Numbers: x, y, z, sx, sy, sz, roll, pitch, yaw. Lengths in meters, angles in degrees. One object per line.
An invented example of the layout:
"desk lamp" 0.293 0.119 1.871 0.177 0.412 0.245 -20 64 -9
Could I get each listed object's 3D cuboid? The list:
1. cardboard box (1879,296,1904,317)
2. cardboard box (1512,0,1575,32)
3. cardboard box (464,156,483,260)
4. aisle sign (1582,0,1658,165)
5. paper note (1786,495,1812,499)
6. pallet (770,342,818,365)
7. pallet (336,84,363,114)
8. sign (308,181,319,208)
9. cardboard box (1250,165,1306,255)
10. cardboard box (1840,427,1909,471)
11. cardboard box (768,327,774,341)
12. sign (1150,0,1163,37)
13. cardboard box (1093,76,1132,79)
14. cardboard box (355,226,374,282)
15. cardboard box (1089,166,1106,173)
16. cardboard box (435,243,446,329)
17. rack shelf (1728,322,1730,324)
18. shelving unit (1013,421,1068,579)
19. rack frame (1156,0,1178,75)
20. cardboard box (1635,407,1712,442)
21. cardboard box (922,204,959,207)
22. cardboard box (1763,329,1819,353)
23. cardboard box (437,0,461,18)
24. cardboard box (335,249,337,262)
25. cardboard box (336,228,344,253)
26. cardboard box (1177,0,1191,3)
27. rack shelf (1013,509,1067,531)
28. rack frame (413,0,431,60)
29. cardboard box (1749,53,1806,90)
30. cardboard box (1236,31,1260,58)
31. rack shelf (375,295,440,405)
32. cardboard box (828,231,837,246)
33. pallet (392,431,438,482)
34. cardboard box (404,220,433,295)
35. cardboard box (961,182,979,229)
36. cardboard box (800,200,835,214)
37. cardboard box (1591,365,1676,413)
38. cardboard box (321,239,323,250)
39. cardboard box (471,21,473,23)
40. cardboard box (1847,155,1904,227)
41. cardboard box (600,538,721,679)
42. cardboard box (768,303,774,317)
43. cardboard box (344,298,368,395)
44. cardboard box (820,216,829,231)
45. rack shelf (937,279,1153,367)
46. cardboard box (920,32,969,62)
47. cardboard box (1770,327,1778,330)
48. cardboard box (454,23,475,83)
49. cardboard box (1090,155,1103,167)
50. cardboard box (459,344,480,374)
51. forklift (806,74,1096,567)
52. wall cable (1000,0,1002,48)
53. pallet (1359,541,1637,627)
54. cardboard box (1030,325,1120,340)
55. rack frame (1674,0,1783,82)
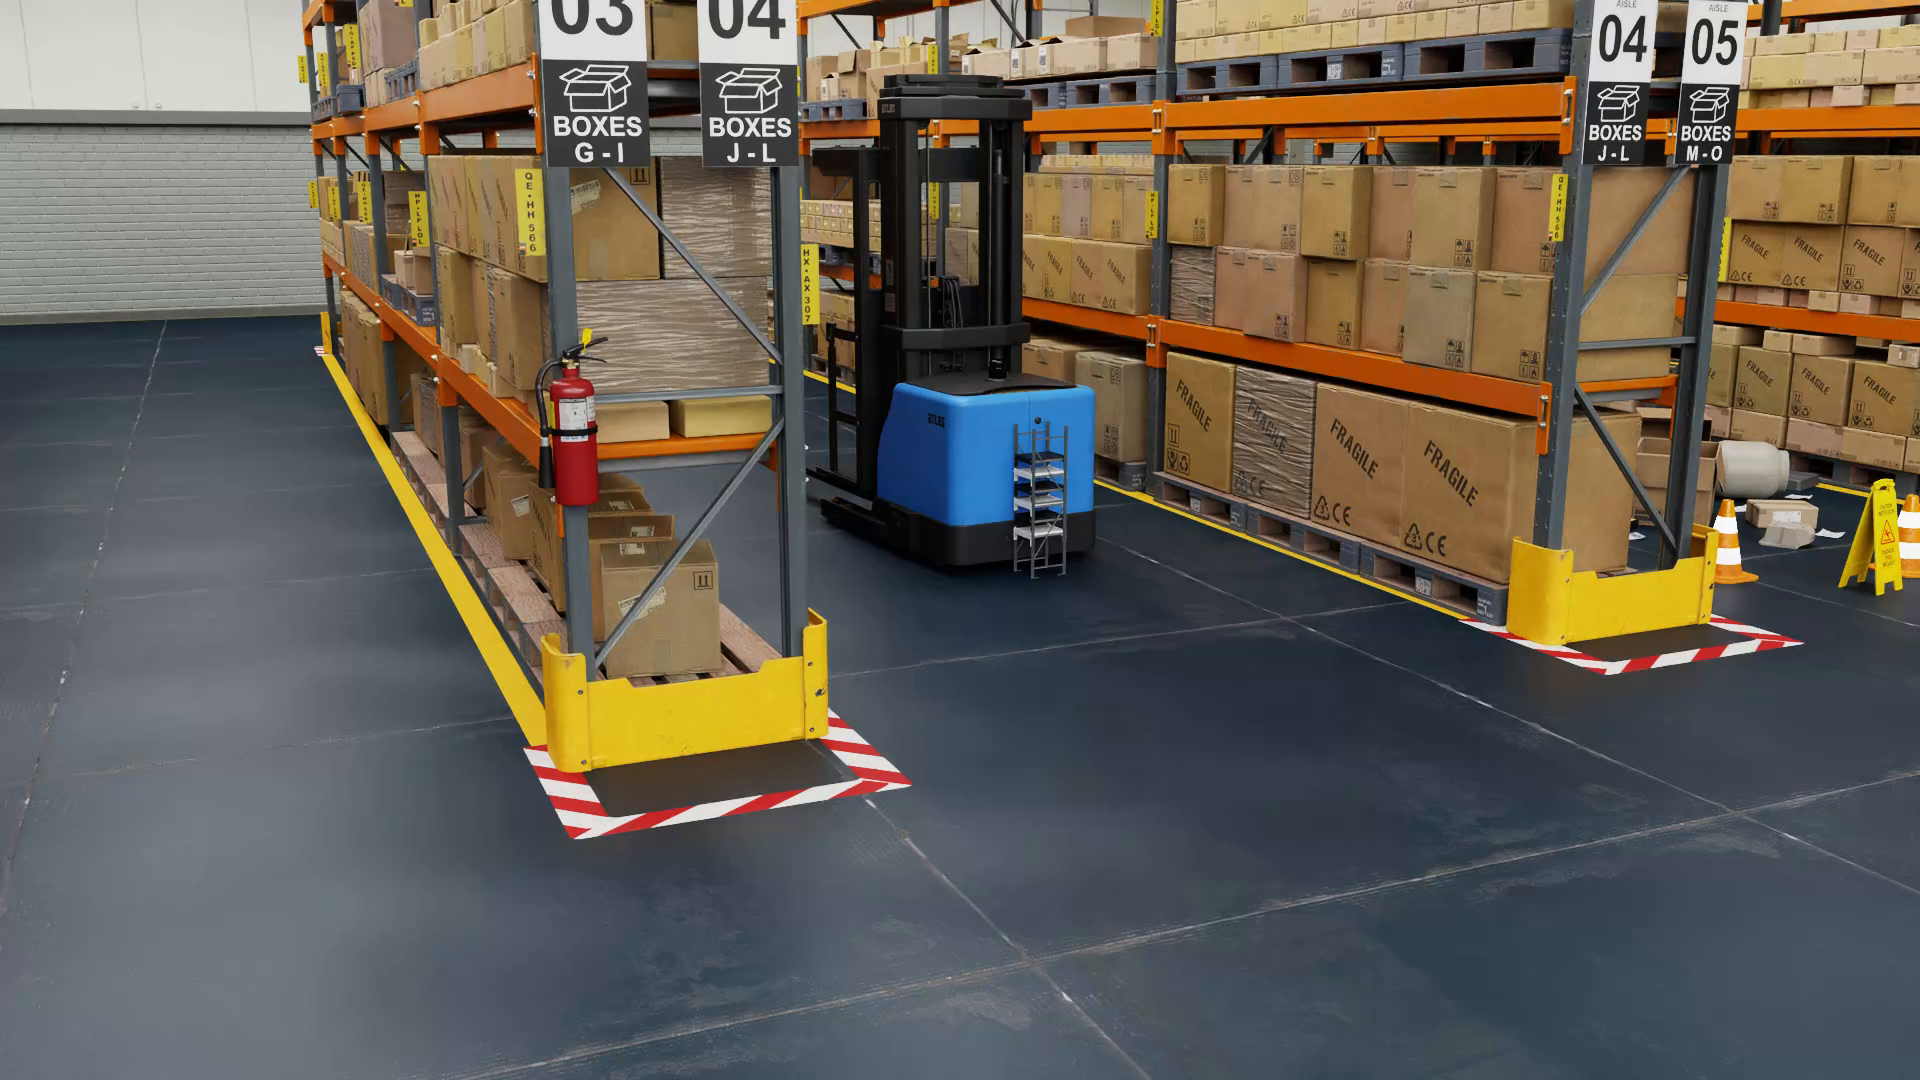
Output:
"cardboard box" 7.015 -1.729 12.245 0.380 0.149 0.250 -6 14 -23
"cardboard box" 3.016 -2.638 8.368 0.380 0.149 0.250 -6 14 -23
"cardboard box" -2.168 -1.663 8.305 0.500 0.500 0.500 -6 14 -23
"aisle sign" 3.213 -2.233 8.099 0.394 0.787 0.004 -6 14 -23
"paper note" 6.150 -0.322 12.192 0.142 0.019 0.148 -12 18 -42
"pallet" -1.648 -2.264 20.184 1.003 0.211 1.213 -6 14 -23
"pallet" -4.636 -3.731 14.105 1.213 0.211 1.003 -5 14 -20
"sign" -8.045 -4.298 20.692 0.100 0.325 0.005 -6 14 -23
"cardboard box" 2.391 -2.127 10.680 0.875 0.550 0.550 -6 14 -23
"cardboard box" 6.970 -0.699 12.404 0.500 0.250 0.500 -6 14 -25
"cardboard box" -2.231 -2.567 20.699 0.380 0.149 0.250 -6 14 -23
"sign" 1.364 -3.650 11.491 0.100 0.325 0.005 -6 14 -23
"cardboard box" 1.302 -3.889 13.514 0.396 0.266 0.258 -6 14 -23
"cardboard box" -5.363 -2.678 15.565 0.500 0.500 0.500 -5 14 -22
"cardboard box" 2.104 -4.878 22.853 0.500 0.500 0.500 -6 14 -23
"cardboard box" -2.604 -1.502 9.827 0.875 0.500 0.500 -6 14 -23
"rack shelf" 5.551 -2.365 16.031 1.077 0.370 4.000 -6 14 -23
"shelving unit" 0.479 -0.240 9.913 0.258 0.900 0.210 -7 15 -27
"rack frame" 1.858 -4.757 11.467 1.000 3.000 0.127 -6 14 -23
"cardboard box" 5.535 -0.741 12.959 0.500 0.500 0.500 4 14 16
"cardboard box" -0.172 -3.363 17.053 0.380 0.149 0.250 -5 14 -20
"cardboard box" 6.544 -1.565 13.045 0.380 0.149 0.250 -5 14 -21
"cardboard box" -2.825 -3.230 10.359 0.797 0.503 0.637 -6 14 -26
"cardboard box" -6.663 -3.130 18.300 0.380 0.149 0.250 -5 14 -22
"cardboard box" -6.350 -3.199 17.714 0.500 0.250 0.500 -6 14 -24
"cardboard box" 1.692 -3.709 11.227 0.380 0.149 0.250 -5 14 -22
"rack shelf" 0.479 -0.120 9.941 0.258 0.077 0.200 -7 15 -27
"rack frame" -2.728 -4.330 9.621 1.000 3.000 0.127 -6 14 -23
"cardboard box" 6.493 -3.614 12.854 0.500 0.250 0.500 -6 14 -23
"cardboard box" 1.996 -3.164 10.639 0.380 0.149 0.250 -6 14 -24
"rack shelf" -3.529 -1.470 12.164 1.077 0.370 4.000 -6 14 -23
"cardboard box" -1.196 -3.233 17.813 0.380 0.149 0.250 -6 14 -25
"pallet" -4.018 -0.713 13.485 1.003 0.211 1.213 -6 14 -23
"cardboard box" -3.507 -2.012 11.750 0.797 0.503 0.637 -4 14 -17
"cardboard box" 0.426 -3.103 15.185 0.700 0.500 0.500 -6 14 -23
"cardboard box" -1.611 -3.736 18.667 0.380 0.149 0.250 -5 14 -20
"cardboard box" 6.140 -1.335 14.881 0.950 0.372 0.625 -5 14 -22
"cardboard box" -7.695 -3.661 20.592 0.380 0.149 0.250 -5 14 -22
"cardboard box" -2.188 -2.579 8.155 0.380 0.149 0.250 -5 14 -22
"cardboard box" 6.983 -2.559 12.177 0.700 0.500 0.500 -6 14 -23
"cardboard box" -1.360 0.302 7.525 0.500 0.500 0.500 -3 13 -13
"cardboard box" -2.199 -2.851 20.607 0.380 0.149 0.250 -6 14 -26
"cardboard box" -5.299 -1.915 16.270 1.225 0.875 0.875 -6 14 -25
"cardboard box" -1.297 -3.431 18.008 0.380 0.149 0.250 -6 14 -25
"rack shelf" 1.056 -1.897 14.009 1.077 0.370 4.000 -6 14 -23
"cardboard box" -0.145 -4.604 15.538 0.396 0.266 0.258 -6 14 -23
"cardboard box" 9.534 -2.495 19.334 0.875 0.625 0.625 -5 14 -21
"cardboard box" -2.158 -2.359 8.089 0.500 0.250 0.500 -6 14 -24
"cardboard box" 2.017 -5.211 22.854 0.380 0.149 0.250 -6 14 -24
"cardboard box" -2.532 -1.005 9.117 0.380 0.149 0.250 -6 14 -23
"forklift" -0.298 -1.553 11.079 1.130 2.935 3.031 -7 15 -27
"wall cable" -0.301 -8.921 29.459 2.355 3.000 0.029 -6 14 -23
"pallet" 3.068 0.193 9.570 1.003 0.211 1.213 -6 14 -23
"cardboard box" 0.770 -1.455 14.562 1.050 0.750 0.750 -5 14 -22
"rack frame" 6.353 -5.225 13.489 1.000 3.000 0.127 -6 14 -23
